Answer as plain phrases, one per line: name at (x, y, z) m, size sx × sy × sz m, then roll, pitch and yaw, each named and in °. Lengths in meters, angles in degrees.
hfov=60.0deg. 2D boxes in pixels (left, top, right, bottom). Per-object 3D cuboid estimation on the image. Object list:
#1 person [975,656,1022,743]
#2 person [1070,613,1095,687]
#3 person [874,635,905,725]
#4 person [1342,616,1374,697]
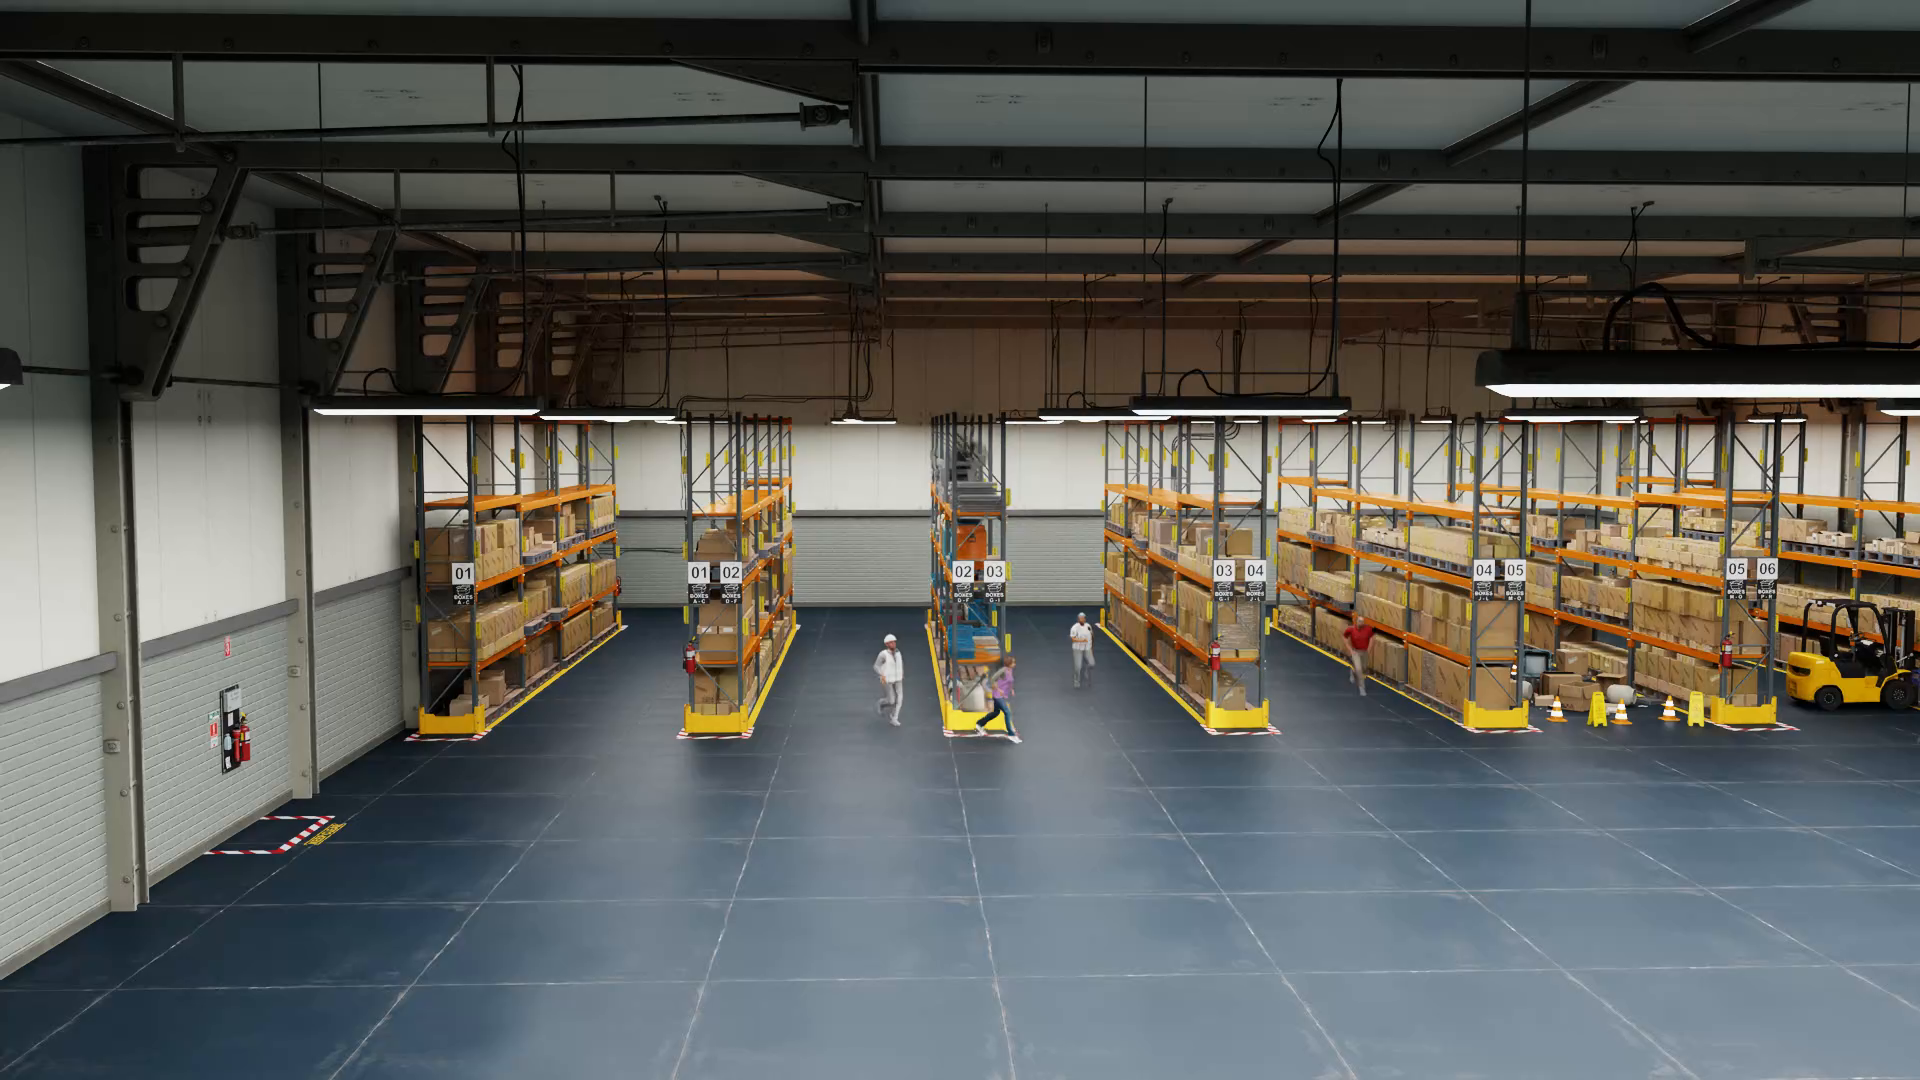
person at (0.693, 2.874, 30.233) m, size 0.946 × 1.571 × 0.537 m, roll 2°, pitch 4°, yaw 26°
person at (2.711, 2.414, 36.463) m, size 0.601 × 1.644 × 0.648 m, roll -1°, pitch 4°, yaw -17°
person at (-1.342, 2.687, 32.034) m, size 0.664 × 1.732 × 0.625 m, roll -3°, pitch 5°, yaw -33°
person at (8.564, 2.468, 35.790) m, size 0.663 × 1.732 × 1.009 m, roll 0°, pitch 4°, yaw -6°
